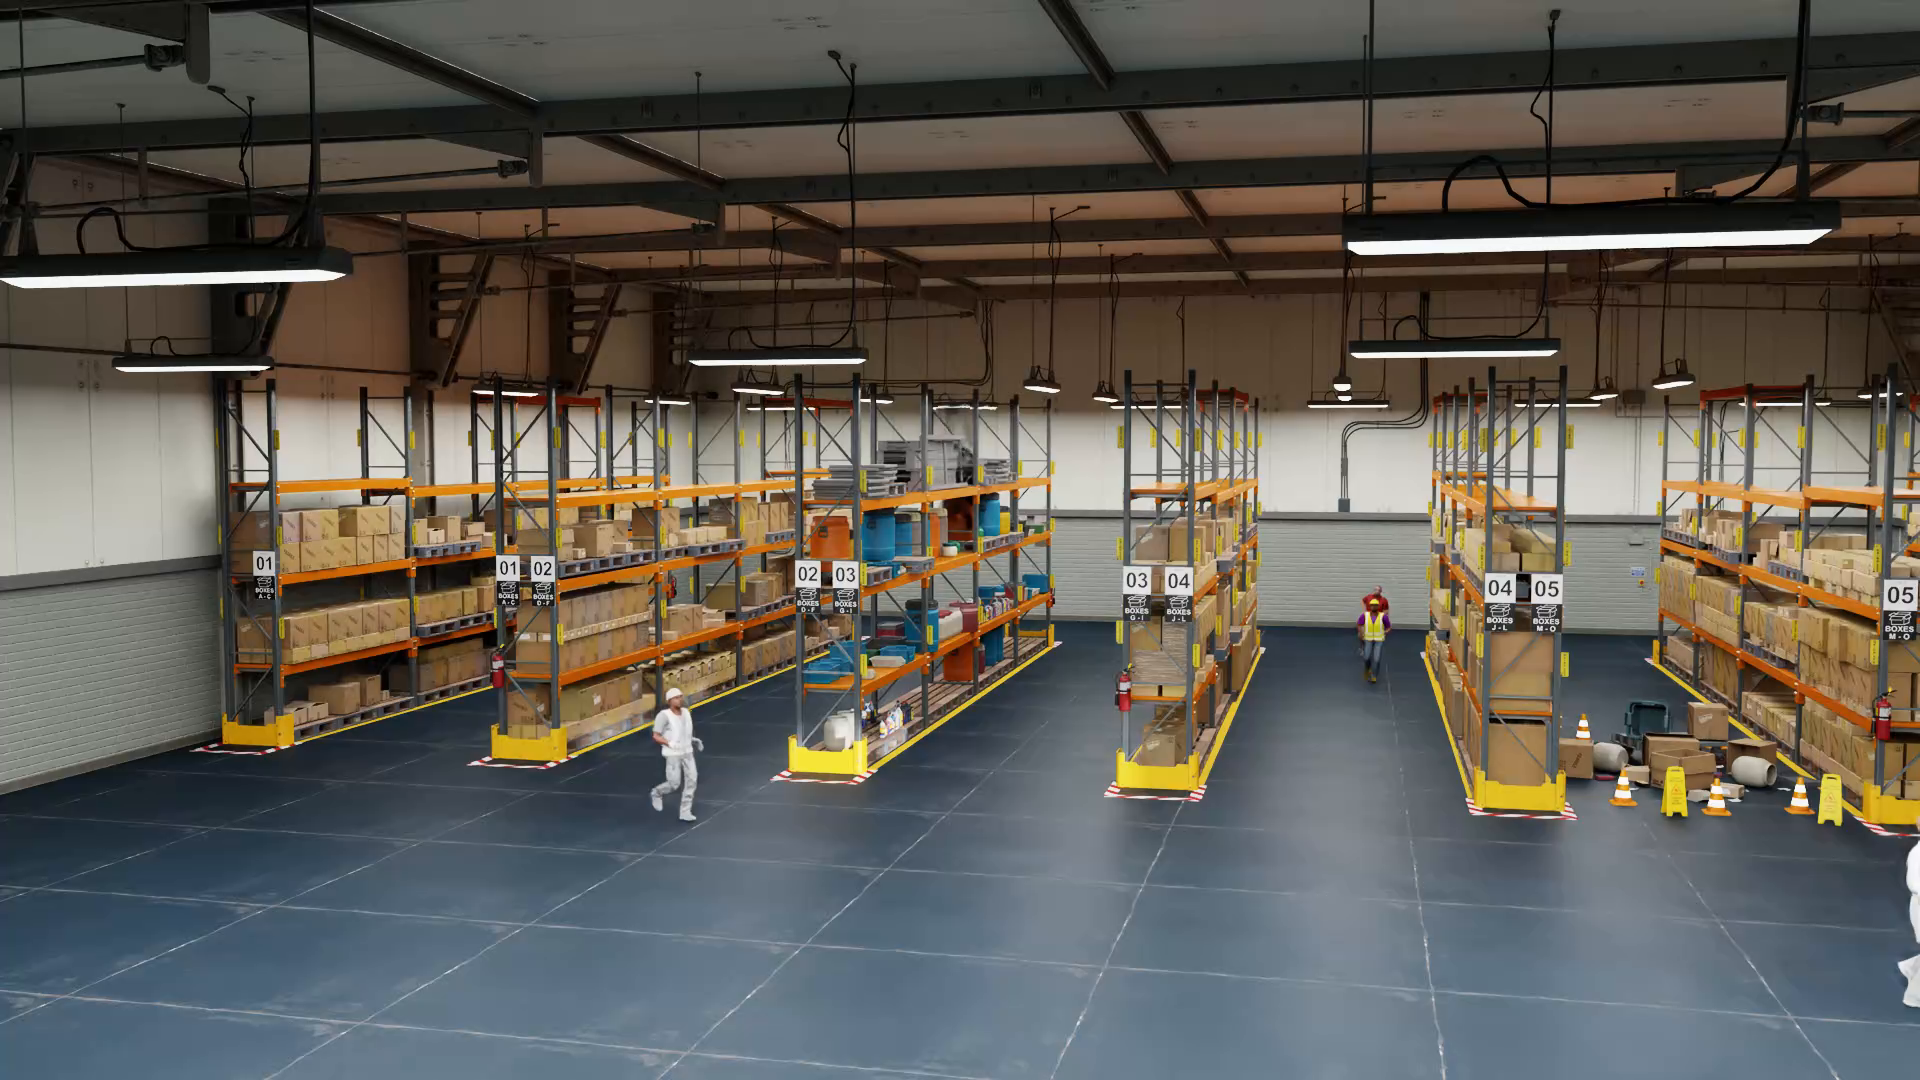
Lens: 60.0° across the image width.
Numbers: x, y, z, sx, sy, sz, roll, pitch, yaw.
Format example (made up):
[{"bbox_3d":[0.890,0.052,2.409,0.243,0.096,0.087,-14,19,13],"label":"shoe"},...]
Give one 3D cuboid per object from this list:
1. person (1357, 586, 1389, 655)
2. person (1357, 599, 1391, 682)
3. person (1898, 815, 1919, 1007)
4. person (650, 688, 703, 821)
[{"bbox_3d":[9.508,1.872,38.362,0.749,1.660,0.583,2,4,28],"label":"person"},{"bbox_3d":[8.536,2.079,34.319,0.700,1.720,0.595,1,4,16],"label":"person"},{"bbox_3d":[8.549,3.298,14.538,0.702,1.643,0.649,-3,5,-42],"label":"person"},{"bbox_3d":[-3.744,2.817,21.927,0.748,1.740,0.689,3,4,40],"label":"person"}]
